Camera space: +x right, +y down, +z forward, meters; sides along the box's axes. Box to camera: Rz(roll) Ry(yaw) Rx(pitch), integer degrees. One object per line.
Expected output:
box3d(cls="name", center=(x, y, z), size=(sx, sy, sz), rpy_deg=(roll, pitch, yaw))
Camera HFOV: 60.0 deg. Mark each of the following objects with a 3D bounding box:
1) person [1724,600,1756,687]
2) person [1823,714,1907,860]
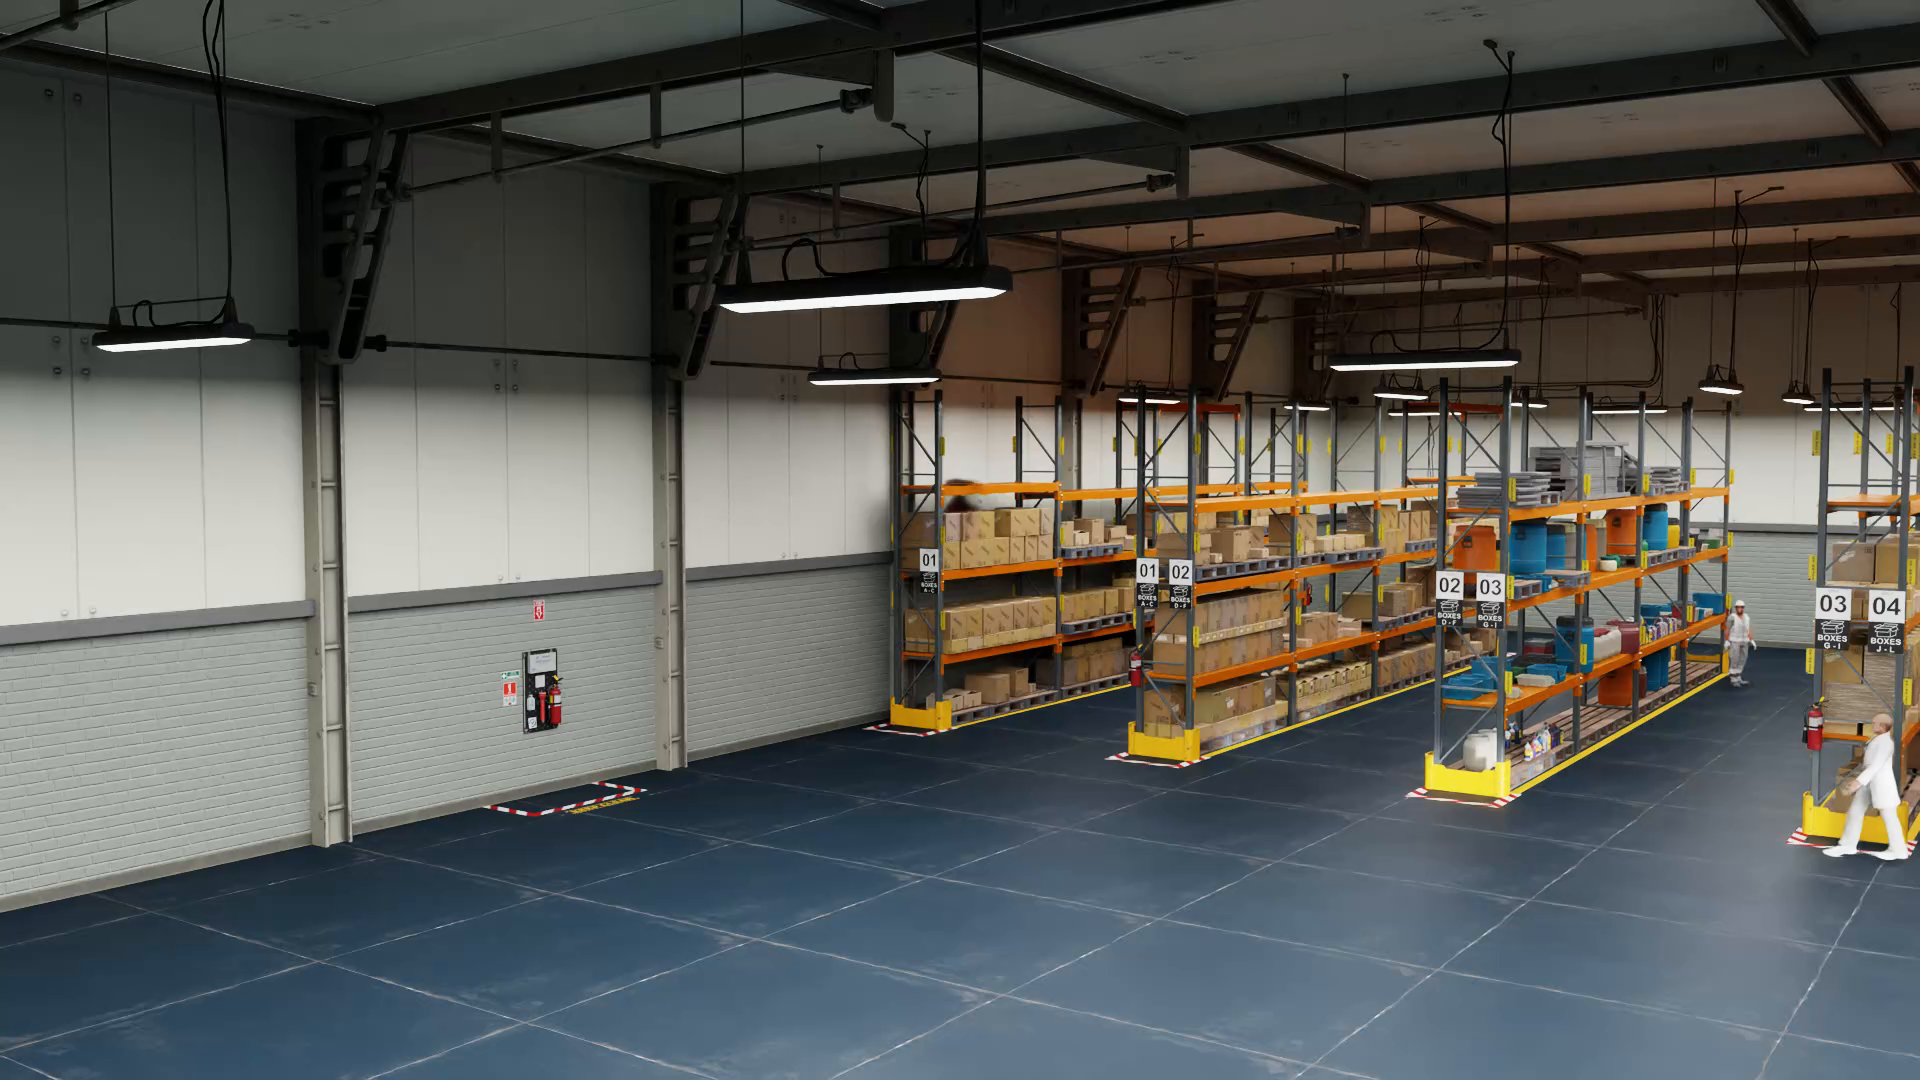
box3d(cls="person", center=(16.263, 2.154, 34.754), size=(0.639, 1.802, 0.416), rpy_deg=(0, 3, -8))
box3d(cls="person", center=(10.989, 2.973, 20.091), size=(0.866, 1.761, 0.596), rpy_deg=(0, 3, -3))
